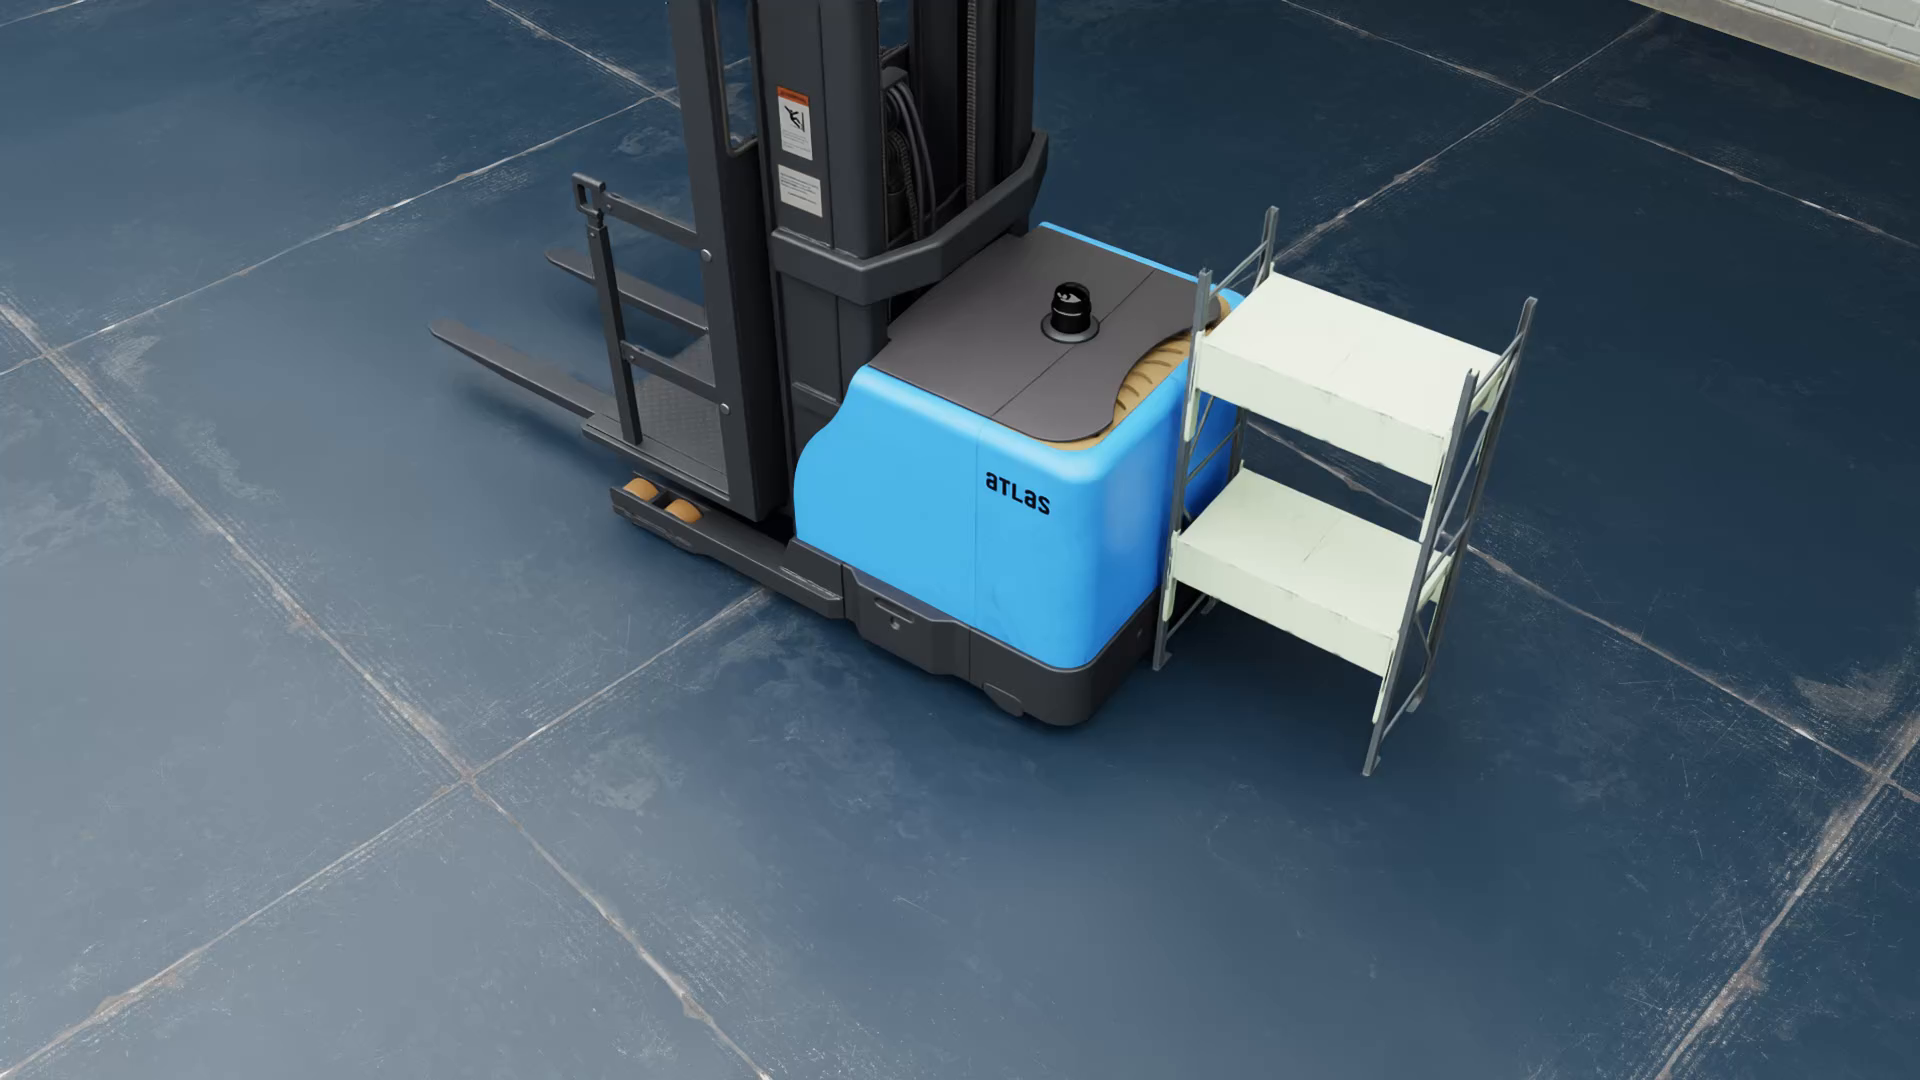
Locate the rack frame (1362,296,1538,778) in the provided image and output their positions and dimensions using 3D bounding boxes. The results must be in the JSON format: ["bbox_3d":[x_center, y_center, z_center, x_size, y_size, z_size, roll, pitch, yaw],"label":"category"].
[{"bbox_3d":[1.332,0.048,4.593,0.023,1.500,0.400,26,49,25],"label":"rack frame"}]

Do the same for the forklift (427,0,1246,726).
[{"bbox_3d":[-0.594,-1.315,5.014,3.031,2.935,1.130,26,49,25],"label":"forklift"}]

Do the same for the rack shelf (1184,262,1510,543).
[{"bbox_3d":[1.036,-0.384,4.484,0.720,0.370,0.431,26,49,25],"label":"rack shelf"}]

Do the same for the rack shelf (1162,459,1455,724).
[{"bbox_3d":[1.035,0.141,4.971,0.720,0.370,0.431,26,49,25],"label":"rack shelf"}]

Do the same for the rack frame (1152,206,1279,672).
[{"bbox_3d":[0.739,-0.244,4.906,0.023,1.500,0.400,26,49,25],"label":"rack frame"}]

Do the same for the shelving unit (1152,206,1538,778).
[{"bbox_3d":[1.036,-0.098,4.750,0.755,1.500,0.431,26,49,25],"label":"shelving unit"}]
